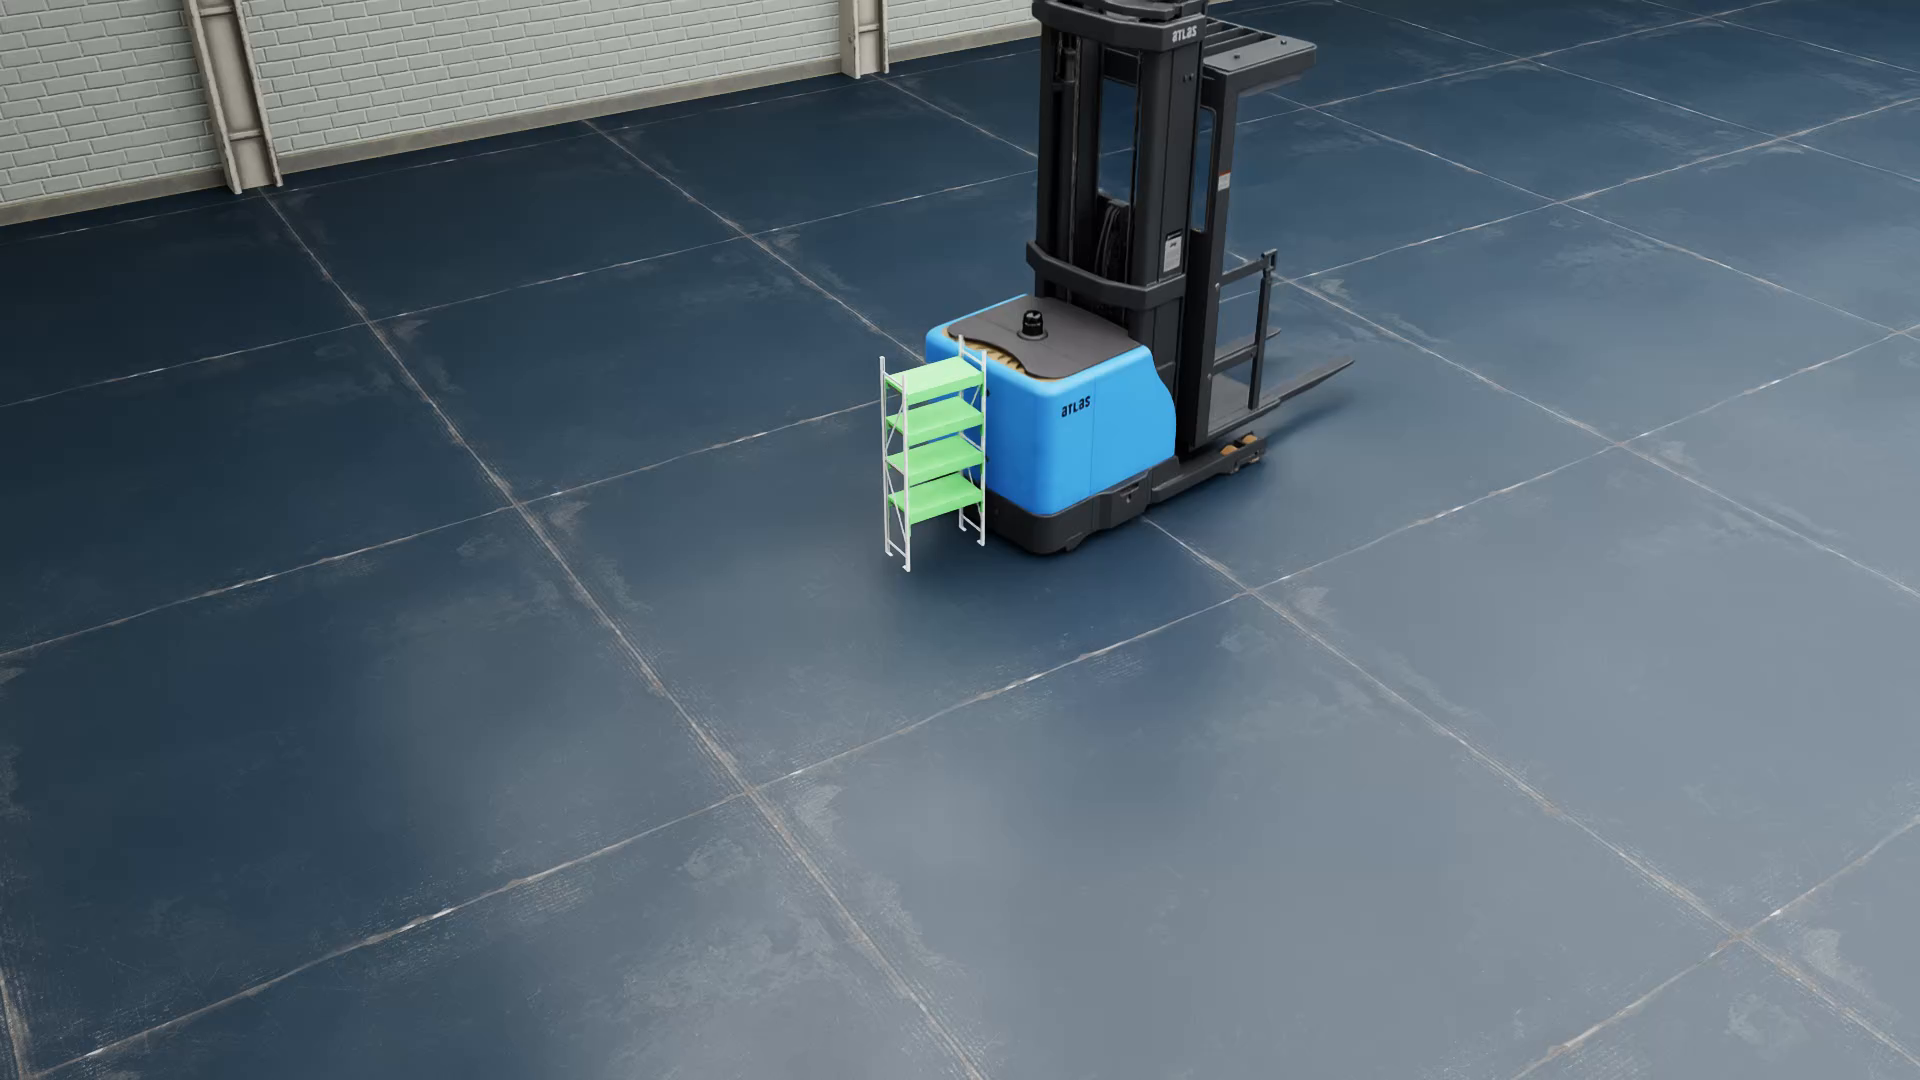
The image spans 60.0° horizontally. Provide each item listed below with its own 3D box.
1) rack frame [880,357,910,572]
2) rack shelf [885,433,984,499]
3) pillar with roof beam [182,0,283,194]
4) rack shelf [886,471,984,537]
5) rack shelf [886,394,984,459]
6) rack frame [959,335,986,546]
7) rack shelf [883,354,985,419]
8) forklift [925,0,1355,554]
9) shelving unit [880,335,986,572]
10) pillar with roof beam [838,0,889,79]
[{"bbox_3d":[-0.344,-0.389,8.864,0.015,1.200,0.240,-19,37,-27],"label":"rack frame"},{"bbox_3d":[-0.139,-0.406,9.010,0.480,0.148,0.258,-19,37,-27],"label":"rack shelf"},{"bbox_3d":[-3.678,-4.908,8.717,0.400,9.000,9.100,-19,37,-27],"label":"pillar with roof beam"},{"bbox_3d":[-0.139,-0.203,9.138,0.480,0.148,0.258,-19,37,-27],"label":"rack shelf"},{"bbox_3d":[-0.139,-0.609,8.882,0.480,0.148,0.258,-19,37,-27],"label":"rack shelf"},{"bbox_3d":[0.066,-0.530,9.087,0.015,1.200,0.240,-19,37,-27],"label":"rack frame"},{"bbox_3d":[-0.139,-0.812,8.754,0.480,0.148,0.258,-19,37,-27],"label":"rack shelf"},{"bbox_3d":[1.227,-1.826,9.519,3.031,2.935,1.130,-26,40,-34],"label":"forklift"},{"bbox_3d":[-0.139,-0.460,8.976,0.503,1.200,0.258,-19,37,-27],"label":"shelving unit"},{"bbox_3d":[1.365,-6.642,11.466,0.400,9.000,9.100,-19,37,-27],"label":"pillar with roof beam"}]
